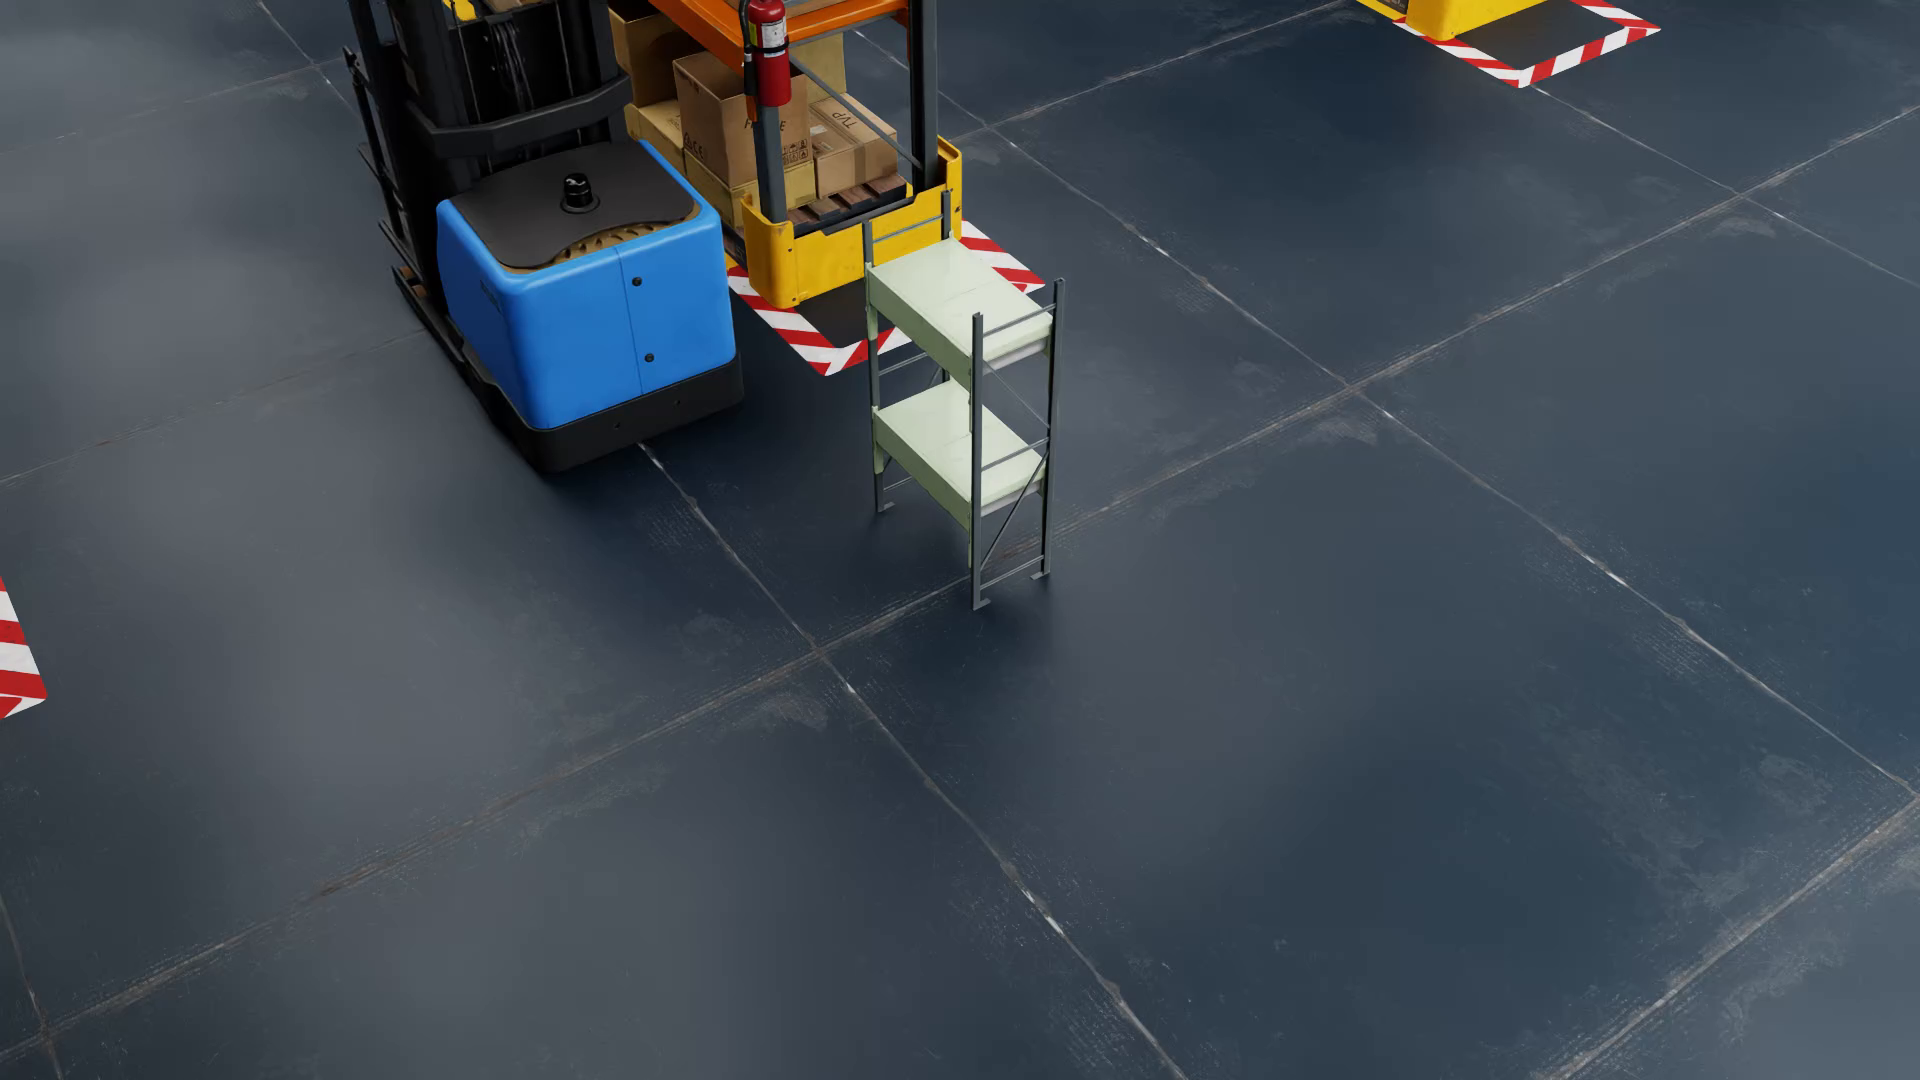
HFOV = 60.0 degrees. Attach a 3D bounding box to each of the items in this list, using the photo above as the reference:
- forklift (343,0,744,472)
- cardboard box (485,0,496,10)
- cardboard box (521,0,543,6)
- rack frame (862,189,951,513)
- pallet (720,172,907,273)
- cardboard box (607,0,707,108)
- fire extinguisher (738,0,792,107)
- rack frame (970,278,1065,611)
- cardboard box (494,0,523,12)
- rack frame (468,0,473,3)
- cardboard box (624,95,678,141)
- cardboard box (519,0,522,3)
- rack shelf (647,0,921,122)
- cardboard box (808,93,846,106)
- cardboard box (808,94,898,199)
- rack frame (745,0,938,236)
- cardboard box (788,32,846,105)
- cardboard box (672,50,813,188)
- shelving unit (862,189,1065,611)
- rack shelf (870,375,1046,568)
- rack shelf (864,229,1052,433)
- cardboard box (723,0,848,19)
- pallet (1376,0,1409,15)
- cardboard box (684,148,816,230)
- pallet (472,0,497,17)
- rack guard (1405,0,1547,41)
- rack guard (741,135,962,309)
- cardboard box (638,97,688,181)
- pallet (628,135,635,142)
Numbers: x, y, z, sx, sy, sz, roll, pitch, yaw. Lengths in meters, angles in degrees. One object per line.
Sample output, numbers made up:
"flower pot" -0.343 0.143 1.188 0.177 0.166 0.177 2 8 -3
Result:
"forklift" -2.243 -2.357 7.587 1.130 2.935 3.031 -24 49 -23
"cardboard box" -2.829 -3.625 10.553 0.500 0.250 0.500 -26 49 -24
"cardboard box" -2.265 -3.326 9.697 0.500 0.500 0.500 -26 49 -24
"rack frame" -0.206 -0.746 6.936 0.400 1.500 0.023 -26 49 -24
"pallet" -1.029 -1.993 9.176 1.003 0.211 1.213 -26 49 -24
"cardboard box" -1.692 -2.760 9.104 0.500 0.500 0.500 -26 49 -24
"fire extinguisher" -0.871 -2.307 7.541 0.296 0.674 0.183 -26 49 -24
"rack frame" 0.213 -0.331 6.502 0.400 1.500 0.023 -26 49 -24
"cardboard box" -2.547 -3.340 10.255 0.500 0.250 0.500 -26 49 -24
"rack frame" -2.846 -4.850 10.150 1.000 3.000 0.127 -26 49 -24
"cardboard box" -1.690 -2.490 9.364 0.500 0.250 0.500 -26 49 -24
"cardboard box" -2.545 -3.613 9.997 0.500 0.500 0.500 -26 49 -24
"rack shelf" -1.701 -3.458 9.211 1.077 0.370 4.000 -26 49 -24
"cardboard box" -0.971 -2.416 9.286 0.500 0.250 0.500 -26 49 -24
"cardboard box" -0.682 -2.134 8.991 0.500 0.250 0.500 -26 49 -24
"rack frame" -0.557 -2.585 7.777 1.000 3.000 0.127 -26 49 -24
"cardboard box" -0.969 -2.688 9.028 0.500 0.500 0.500 -26 49 -24
"cardboard box" -1.108 -2.200 8.517 0.500 0.500 0.500 -26 49 -24
"shelving unit" 0.004 -0.539 6.719 0.431 1.500 0.755 -26 49 -24
"rack shelf" 0.004 -0.303 6.944 0.431 0.370 0.720 -26 49 -24
"rack shelf" 0.004 -0.821 6.450 0.431 0.370 0.720 -26 49 -24
"cardboard box" -0.814 -2.891 8.024 0.700 0.500 0.500 -26 49 -24
"pallet" 2.965 -4.018 11.297 1.003 0.211 1.213 -26 49 -24
"cardboard box" -1.106 -1.929 8.777 0.500 0.250 0.500 -26 49 -24
"pallet" -2.425 -3.375 10.623 1.003 0.211 1.213 -26 49 -24
"rack guard" 3.426 -3.660 10.713 1.175 0.500 0.348 -26 49 -24
"rack guard" -0.543 -1.667 8.625 1.175 0.500 0.348 -26 49 -24
"cardboard box" -1.402 -2.208 9.069 0.500 0.250 0.500 -26 49 -24
"pallet" -1.723 -2.683 9.899 1.003 0.211 1.213 -26 49 -24
